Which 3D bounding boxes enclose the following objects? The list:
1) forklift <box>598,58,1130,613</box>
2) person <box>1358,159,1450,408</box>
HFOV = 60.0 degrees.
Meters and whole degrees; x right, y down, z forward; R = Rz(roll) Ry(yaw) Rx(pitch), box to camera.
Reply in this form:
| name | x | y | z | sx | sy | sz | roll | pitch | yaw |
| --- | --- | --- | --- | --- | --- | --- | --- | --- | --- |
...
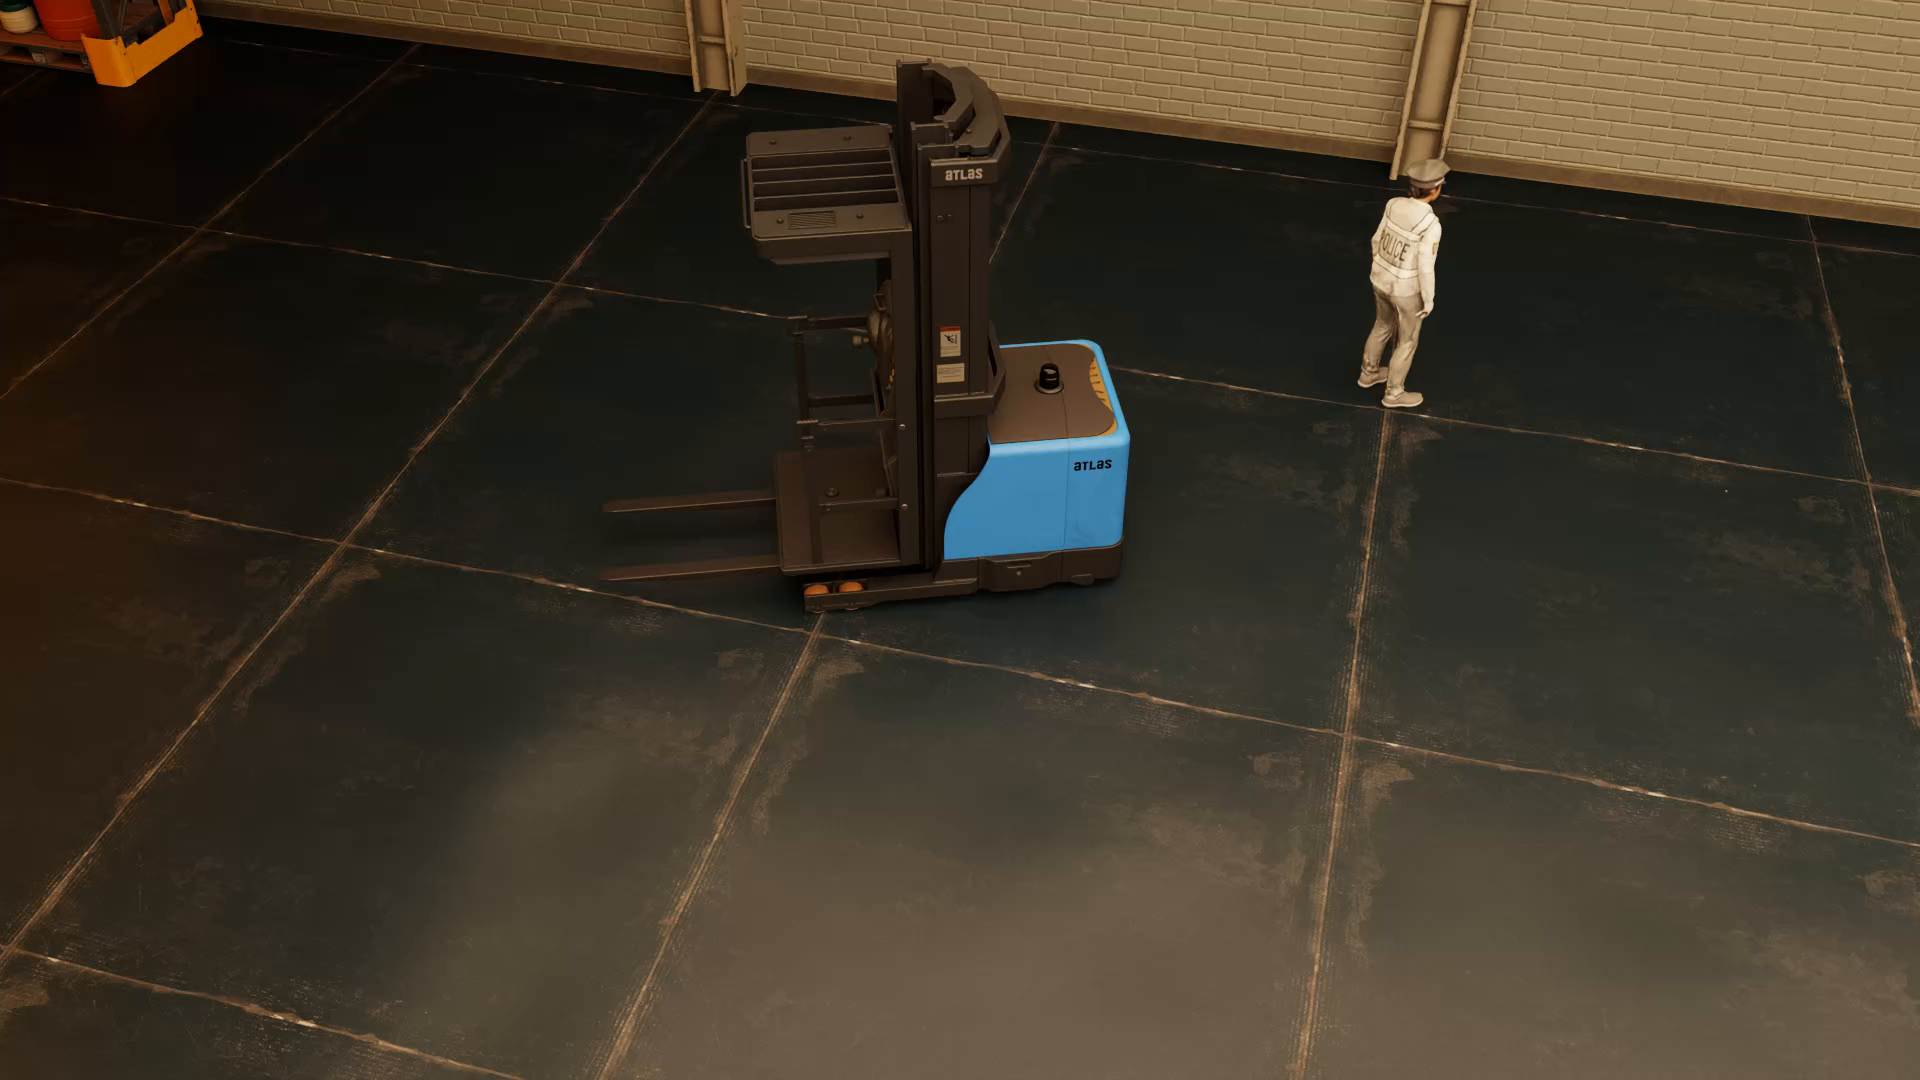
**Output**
| name | x | y | z | sx | sy | sz | roll | pitch | yaw |
| --- | --- | --- | --- | --- | --- | --- | --- | --- | --- |
| forklift | -0.604 | -1.052 | 9.062 | 3.031 | 2.935 | 1.130 | -5 | 41 | -5 |
| person | 2.843 | -1.638 | 10.695 | 0.373 | 1.661 | 0.536 | -21 | 45 | -22 |
